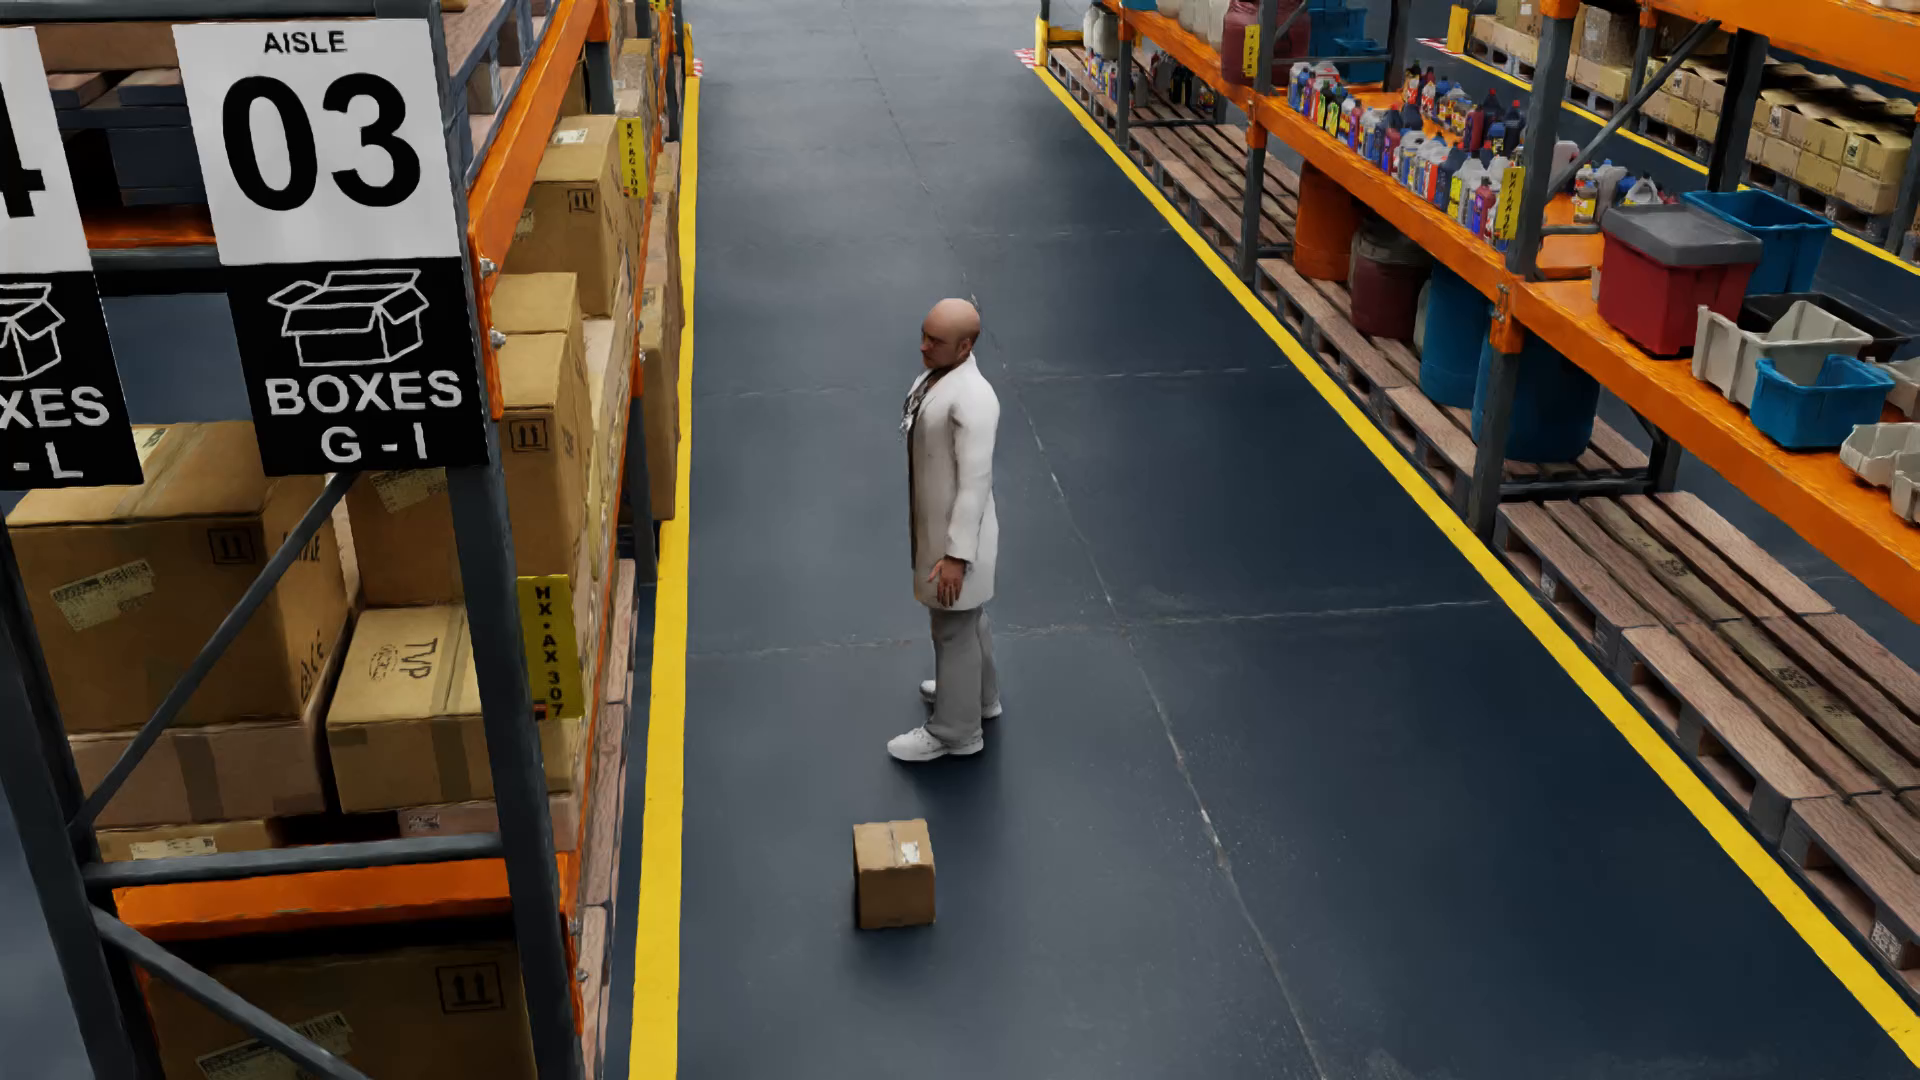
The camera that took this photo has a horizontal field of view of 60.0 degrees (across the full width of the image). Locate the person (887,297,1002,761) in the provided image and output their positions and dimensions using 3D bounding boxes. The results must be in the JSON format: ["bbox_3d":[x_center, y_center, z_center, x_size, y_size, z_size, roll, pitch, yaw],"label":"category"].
[{"bbox_3d":[-0.056,-0.025,6.136,0.503,1.784,0.694,-6,27,-11],"label":"person"}]
